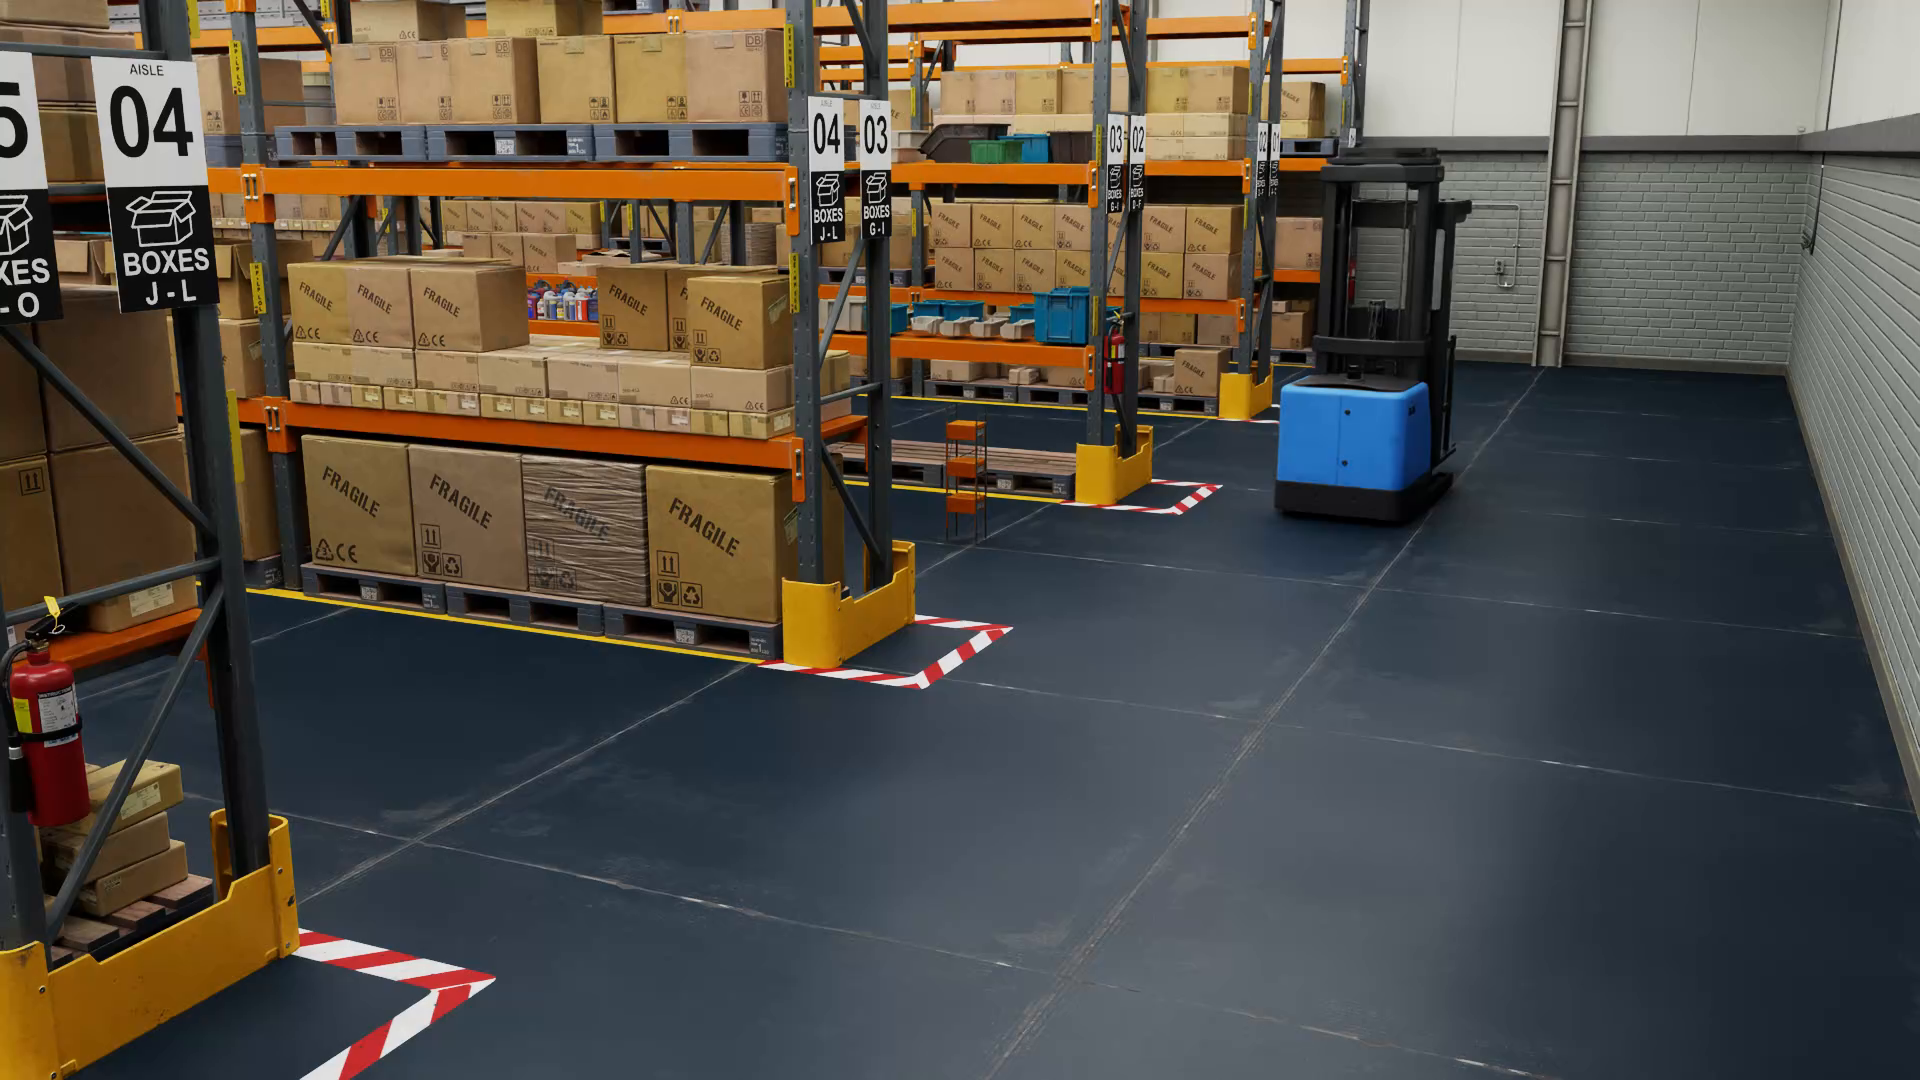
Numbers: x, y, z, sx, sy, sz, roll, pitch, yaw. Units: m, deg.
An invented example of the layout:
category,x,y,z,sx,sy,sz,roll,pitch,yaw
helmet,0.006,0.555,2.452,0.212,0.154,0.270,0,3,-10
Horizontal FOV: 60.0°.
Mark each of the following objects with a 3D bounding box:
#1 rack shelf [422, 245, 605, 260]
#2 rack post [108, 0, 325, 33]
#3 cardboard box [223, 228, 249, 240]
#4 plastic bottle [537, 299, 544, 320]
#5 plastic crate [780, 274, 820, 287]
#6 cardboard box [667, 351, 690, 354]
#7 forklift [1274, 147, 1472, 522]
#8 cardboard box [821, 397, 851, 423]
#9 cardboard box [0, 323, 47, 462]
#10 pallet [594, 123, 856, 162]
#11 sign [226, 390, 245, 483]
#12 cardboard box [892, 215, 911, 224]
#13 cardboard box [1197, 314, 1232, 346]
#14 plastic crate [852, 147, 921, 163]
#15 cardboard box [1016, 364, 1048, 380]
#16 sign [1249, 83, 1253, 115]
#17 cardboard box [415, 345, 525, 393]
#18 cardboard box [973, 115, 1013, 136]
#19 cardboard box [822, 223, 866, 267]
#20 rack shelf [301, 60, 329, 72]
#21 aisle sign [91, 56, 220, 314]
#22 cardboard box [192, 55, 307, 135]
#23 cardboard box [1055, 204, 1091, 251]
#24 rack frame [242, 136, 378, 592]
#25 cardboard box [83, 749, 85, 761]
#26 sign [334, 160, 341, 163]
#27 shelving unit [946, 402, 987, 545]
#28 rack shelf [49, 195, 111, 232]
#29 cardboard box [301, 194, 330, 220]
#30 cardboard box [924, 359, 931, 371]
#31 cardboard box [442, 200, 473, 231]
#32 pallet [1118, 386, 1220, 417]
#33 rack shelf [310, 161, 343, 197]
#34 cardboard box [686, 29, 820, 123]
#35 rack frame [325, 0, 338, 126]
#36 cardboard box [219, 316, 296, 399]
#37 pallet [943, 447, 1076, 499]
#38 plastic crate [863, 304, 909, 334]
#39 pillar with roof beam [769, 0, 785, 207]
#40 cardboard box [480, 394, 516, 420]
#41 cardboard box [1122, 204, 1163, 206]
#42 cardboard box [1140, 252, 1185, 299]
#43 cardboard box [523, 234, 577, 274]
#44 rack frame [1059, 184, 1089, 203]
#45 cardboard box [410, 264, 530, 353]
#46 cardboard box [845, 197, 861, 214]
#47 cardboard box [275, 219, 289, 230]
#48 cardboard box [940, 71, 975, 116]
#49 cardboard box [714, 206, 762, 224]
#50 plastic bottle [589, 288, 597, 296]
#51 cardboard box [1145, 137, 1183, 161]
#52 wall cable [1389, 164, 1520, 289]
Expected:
category,x,y,z,sx,sy,sz,roll,pitch,yaw
rack shelf,-7.461,-4.900,28.644,4.000,0.370,1.077,6,14,23
rack post,-7.810,-5.849,17.547,3.121,1.000,1.013,6,14,23
cardboard box,-10.389,-4.355,24.530,0.500,0.500,0.700,6,15,25
plastic bottle,-4.069,-2.247,16.199,0.097,0.201,0.097,0,13,0
plastic crate,-1.616,-2.181,15.211,0.583,0.464,0.402,6,14,23
cardboard box,-1.487,-1.070,10.426,0.500,0.250,0.500,6,14,23
forklift,3.685,-1.862,14.273,1.130,2.935,3.031,7,15,27
cardboard box,-0.871,-0.830,10.277,0.250,0.149,0.380,6,14,24
cardboard box,-3.300,-0.495,5.238,0.500,0.500,0.500,5,14,22
pallet,-1.362,-2.334,9.765,1.213,0.211,1.003,6,14,23
sign,-2.561,-0.359,5.823,0.005,0.325,0.100,6,14,23
cardboard box,-0.706,-4.703,25.318,0.500,0.500,0.500,6,14,23
cardboard box,3.741,-3.079,23.861,0.500,0.500,0.700,5,14,21
plastic crate,-0.663,-3.357,14.504,0.530,0.136,0.437,6,14,23
cardboard box,1.001,-2.132,20.197,0.500,0.311,0.500,6,14,23
sign,3.093,-4.697,17.701,0.005,0.325,0.100,6,14,23
cardboard box,-3.085,-1.101,10.556,0.500,0.250,0.500,6,15,25
cardboard box,0.481,-4.778,19.217,0.500,0.250,0.500,6,14,23
cardboard box,-1.318,-3.684,20.749,0.500,0.500,0.700,8,16,32
rack shelf,-9.464,-6.591,23.594,4.000,0.370,1.077,6,14,23
aisle sign,-2.593,-1.146,5.380,0.004,0.787,0.394,6,14,23
cardboard box,-4.871,-2.986,11.209,0.500,0.500,0.700,6,15,25
cardboard box,1.410,-3.580,19.037,0.500,0.500,0.500,6,15,25
rack frame,-4.337,-1.221,11.391,0.127,3.000,1.000,6,14,23
cardboard box,-3.602,0.900,6.373,0.250,0.149,0.380,6,14,23
sign,-6.204,-3.919,16.554,0.005,0.325,0.100,6,14,23
shelving unit,0.049,-0.506,12.614,0.252,1.050,0.215,6,14,23
rack shelf,-4.610,-1.119,5.967,4.000,0.370,1.077,6,14,23
cardboard box,-8.964,-4.843,23.768,0.500,0.500,0.700,6,14,23
cardboard box,-0.665,-2.382,20.851,0.500,0.500,0.500,5,14,21
cardboard box,-8.527,-5.582,28.620,0.500,0.500,0.500,6,14,23
pallet,2.537,-1.642,19.293,1.213,0.211,1.003,6,14,23
rack shelf,-7.816,-3.921,17.906,4.000,0.370,1.077,6,14,23
cardboard box,-1.177,-2.650,9.558,0.500,0.500,0.700,5,14,20
rack frame,-5.988,-5.546,16.692,0.127,3.000,1.000,6,14,23
cardboard box,-4.875,-1.256,11.321,0.500,0.500,0.500,6,14,23
pallet,0.588,-0.612,14.901,1.213,0.211,1.003,6,14,23
plastic crate,-0.655,-1.969,14.817,0.300,0.233,0.416,6,14,23
pillar with roof beam,-4.557,-7.017,22.961,0.400,9.000,9.100,6,14,23
cardboard box,-2.775,-0.858,10.394,0.250,0.149,0.380,5,14,22
cardboard box,2.101,-3.645,19.316,0.500,0.500,0.500,6,14,24
cardboard box,2.341,-3.000,18.755,0.500,0.500,0.500,6,14,24
cardboard box,-5.519,-3.860,22.421,0.500,0.500,0.500,5,14,20
rack frame,1.682,-4.325,24.619,0.127,3.000,1.000,6,14,23
cardboard box,-3.078,-1.466,10.470,0.500,0.500,0.500,5,14,21
cardboard box,-1.638,-5.164,25.643,0.500,0.250,0.500,6,15,25
cardboard box,-9.616,-4.541,23.901,0.250,0.149,0.380,6,14,24
cardboard box,0.139,-5.248,19.582,0.500,0.500,0.700,6,14,23
cardboard box,-3.557,-5.110,26.782,0.500,0.500,0.700,6,14,23
plastic bottle,-3.658,-2.424,16.793,0.135,0.276,0.152,6,14,23
cardboard box,2.307,-4.348,18.480,0.500,0.250,0.500,6,14,23
wall cable,6.893,-4.528,23.262,1.851,1.984,0.084,6,14,23
